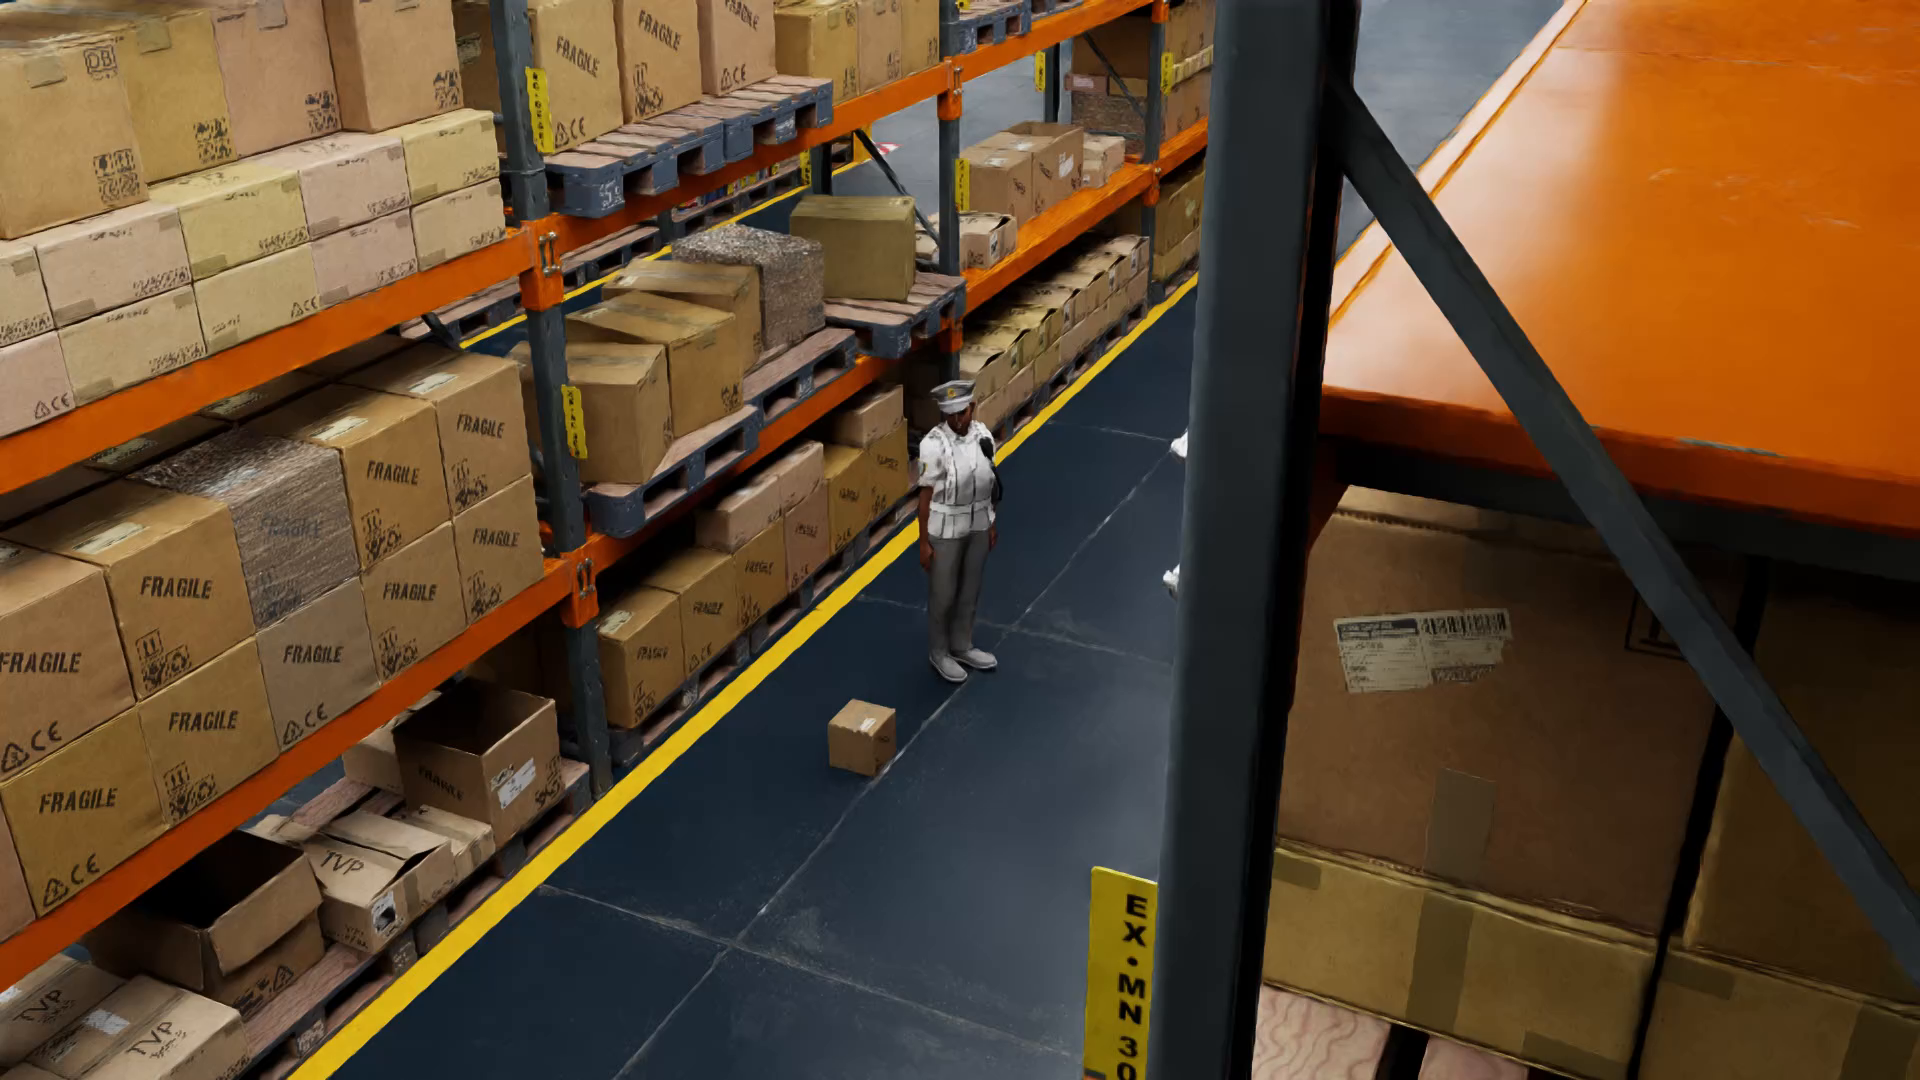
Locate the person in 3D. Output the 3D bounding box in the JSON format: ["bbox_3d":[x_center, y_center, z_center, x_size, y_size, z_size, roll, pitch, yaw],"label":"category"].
[{"bbox_3d":[-0.001,-0.044,8.659,0.501,1.670,0.350,-18,32,-32],"label":"person"}]
